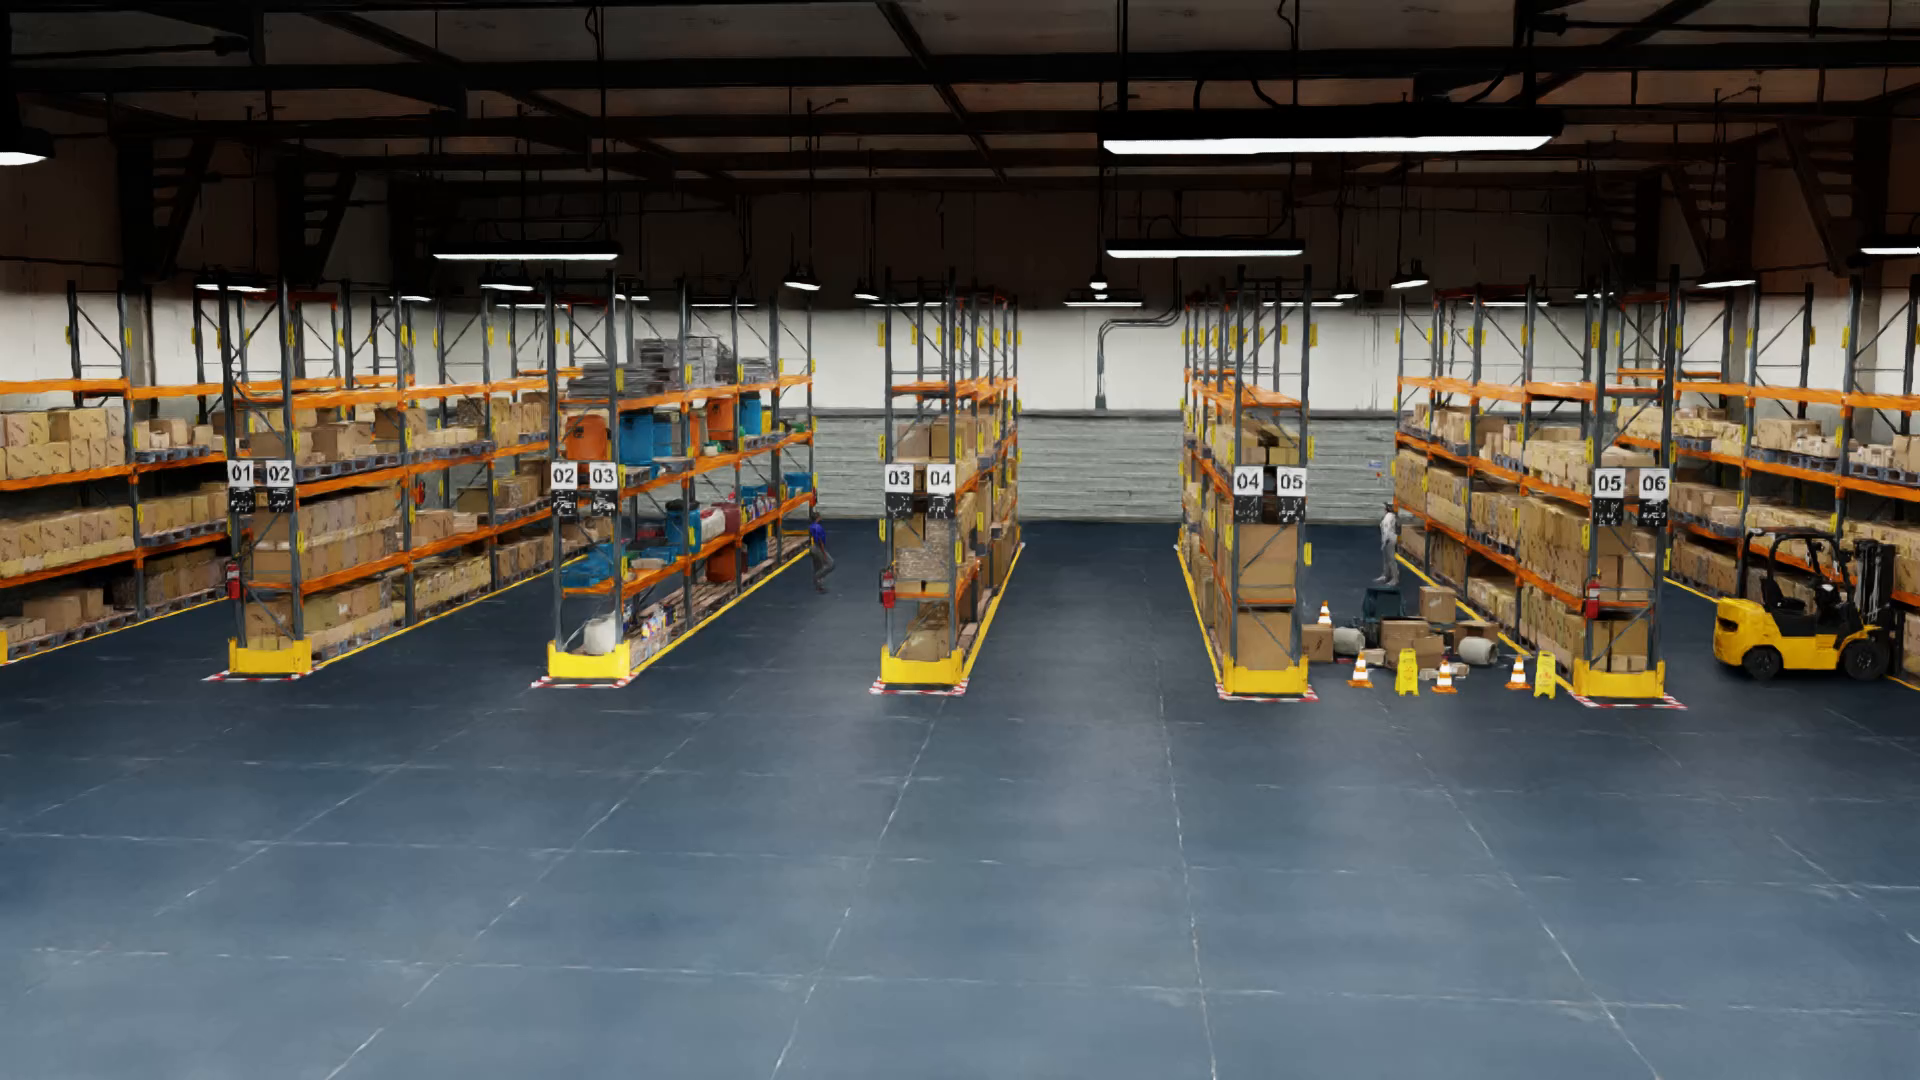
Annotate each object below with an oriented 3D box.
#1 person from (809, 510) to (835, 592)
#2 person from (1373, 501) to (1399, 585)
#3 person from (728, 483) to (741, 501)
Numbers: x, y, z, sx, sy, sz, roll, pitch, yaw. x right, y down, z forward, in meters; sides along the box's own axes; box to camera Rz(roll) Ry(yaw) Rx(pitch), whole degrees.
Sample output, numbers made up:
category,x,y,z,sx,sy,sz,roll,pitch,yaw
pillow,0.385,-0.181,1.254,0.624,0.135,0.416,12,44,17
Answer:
category,x,y,z,sx,sy,sz,roll,pitch,yaw
person,-2.714,0.228,32.385,0.451,1.631,0.573,-3,7,-20
person,8.713,0.047,33.914,0.560,1.663,0.591,3,8,25
person,-5.163,-0.530,38.665,0.533,1.658,1.040,2,7,14
